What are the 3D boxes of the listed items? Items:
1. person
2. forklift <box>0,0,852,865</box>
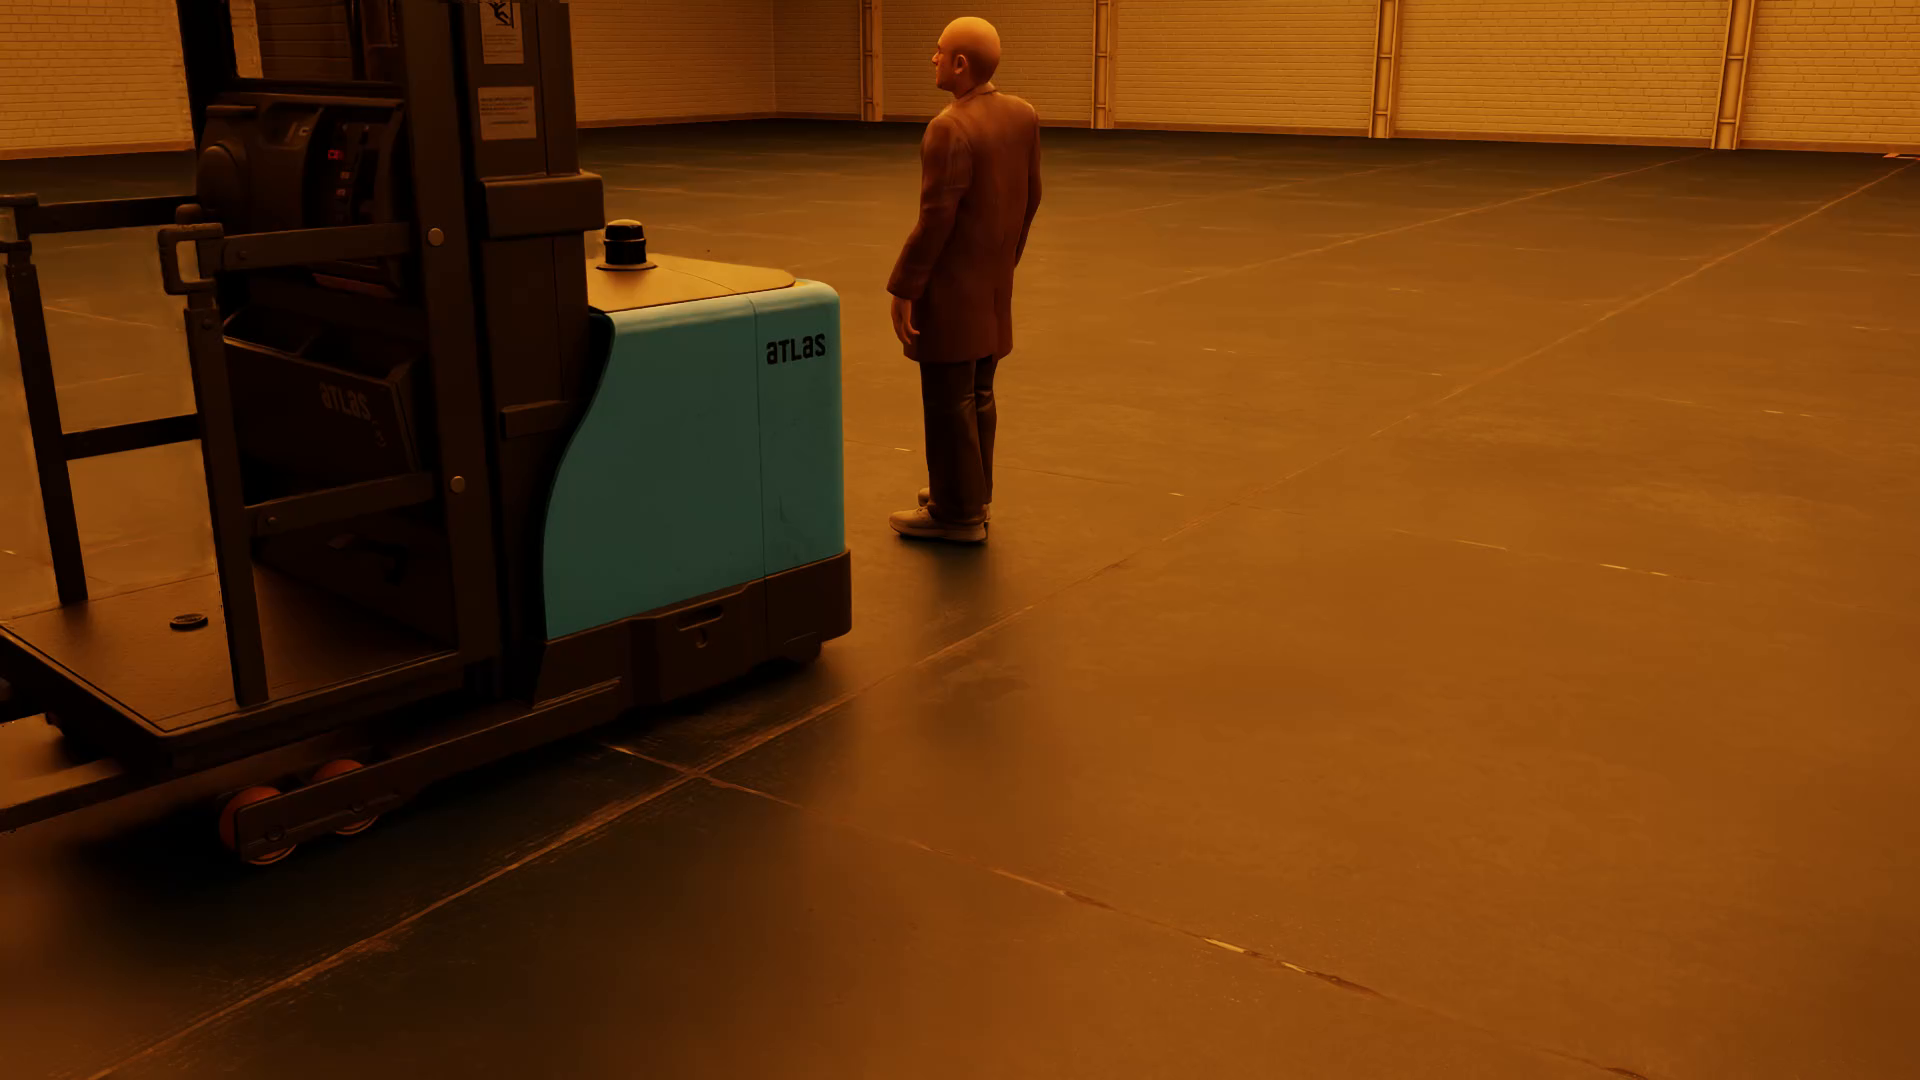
[{"bbox_3d":[-0.073,-0.874,5.744,0.581,1.776,0.698,11,20,33],"label":"person"},{"bbox_3d":[-1.686,-0.866,3.728,1.130,2.935,3.031,15,22,41],"label":"forklift"}]
